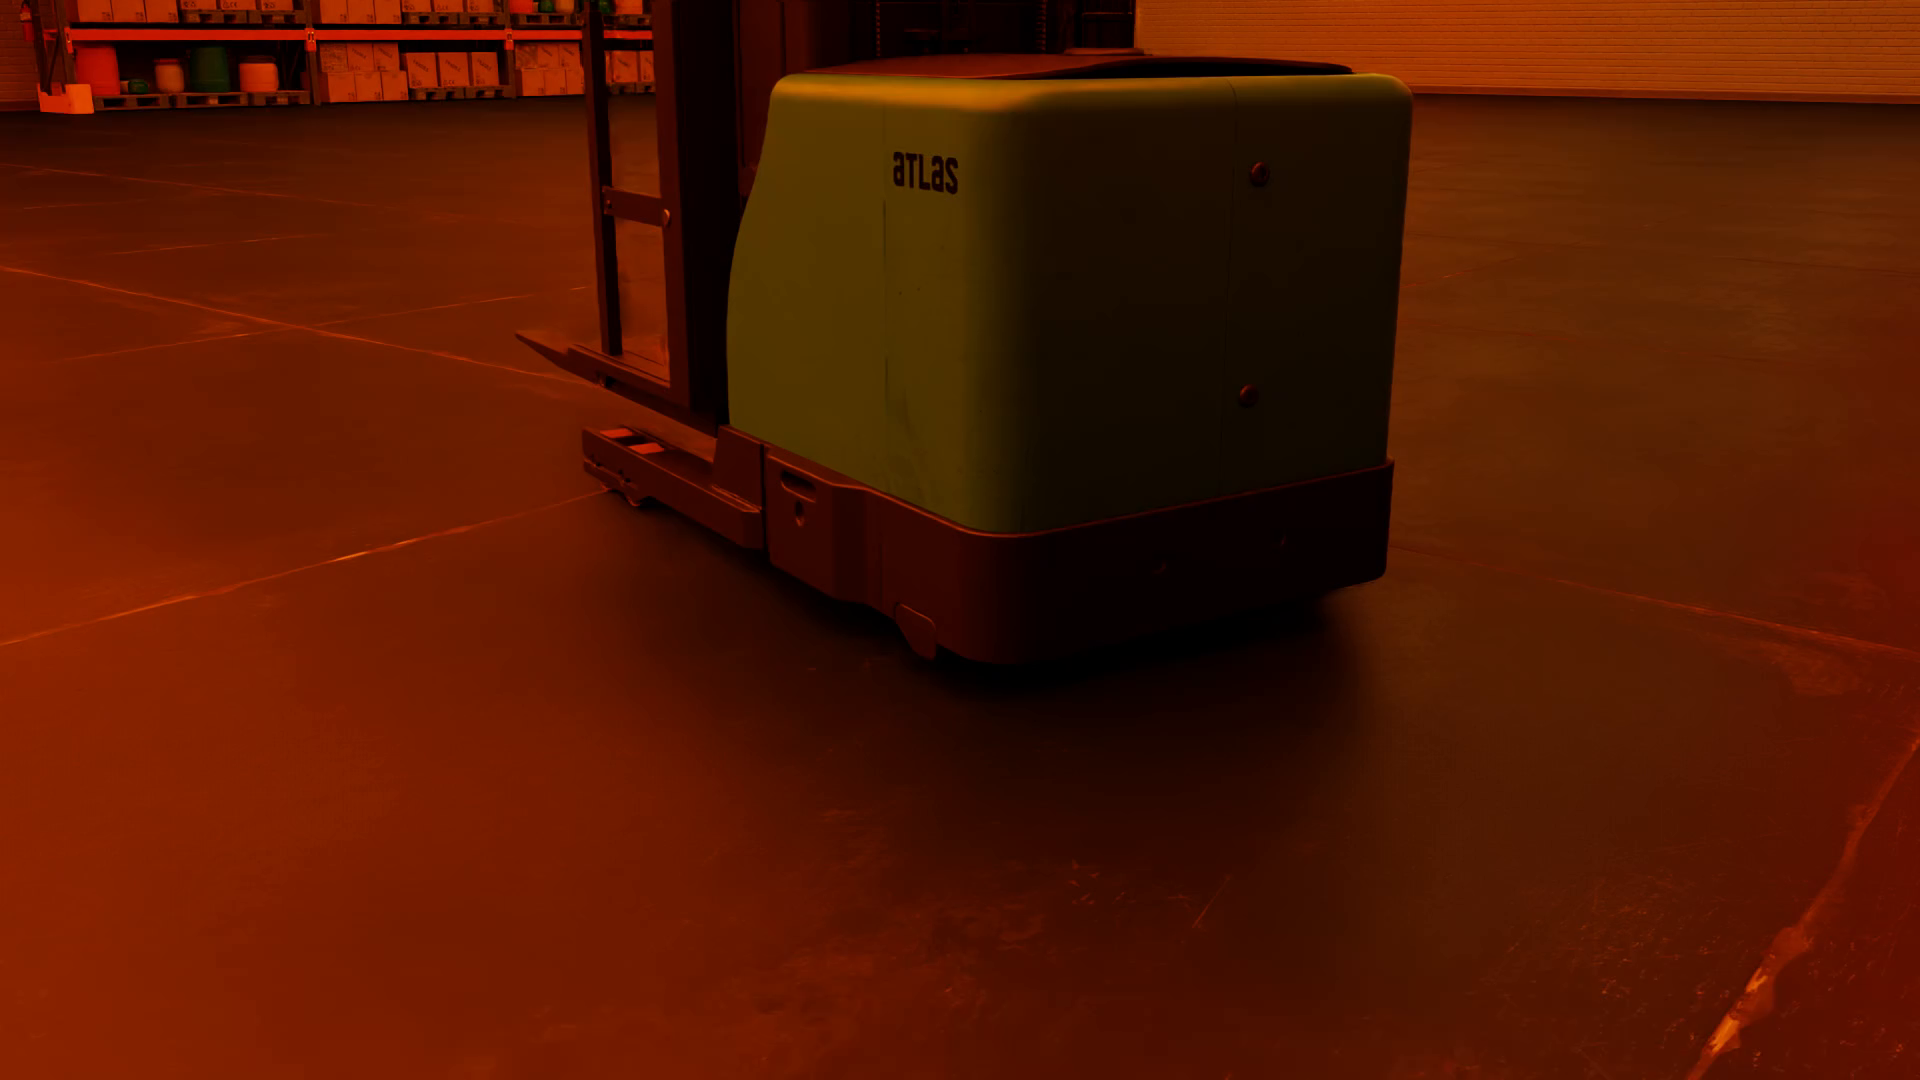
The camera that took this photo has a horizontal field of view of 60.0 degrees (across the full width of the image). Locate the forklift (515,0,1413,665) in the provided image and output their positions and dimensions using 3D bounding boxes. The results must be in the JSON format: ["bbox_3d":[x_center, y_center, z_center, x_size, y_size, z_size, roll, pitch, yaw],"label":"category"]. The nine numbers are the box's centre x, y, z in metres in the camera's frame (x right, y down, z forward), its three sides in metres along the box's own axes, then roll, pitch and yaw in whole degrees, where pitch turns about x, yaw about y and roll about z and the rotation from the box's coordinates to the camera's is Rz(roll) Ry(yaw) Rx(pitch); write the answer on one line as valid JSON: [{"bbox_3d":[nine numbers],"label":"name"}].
[{"bbox_3d":[-0.336,-1.551,4.004,1.130,2.935,3.031,-11,20,-32],"label":"forklift"}]
